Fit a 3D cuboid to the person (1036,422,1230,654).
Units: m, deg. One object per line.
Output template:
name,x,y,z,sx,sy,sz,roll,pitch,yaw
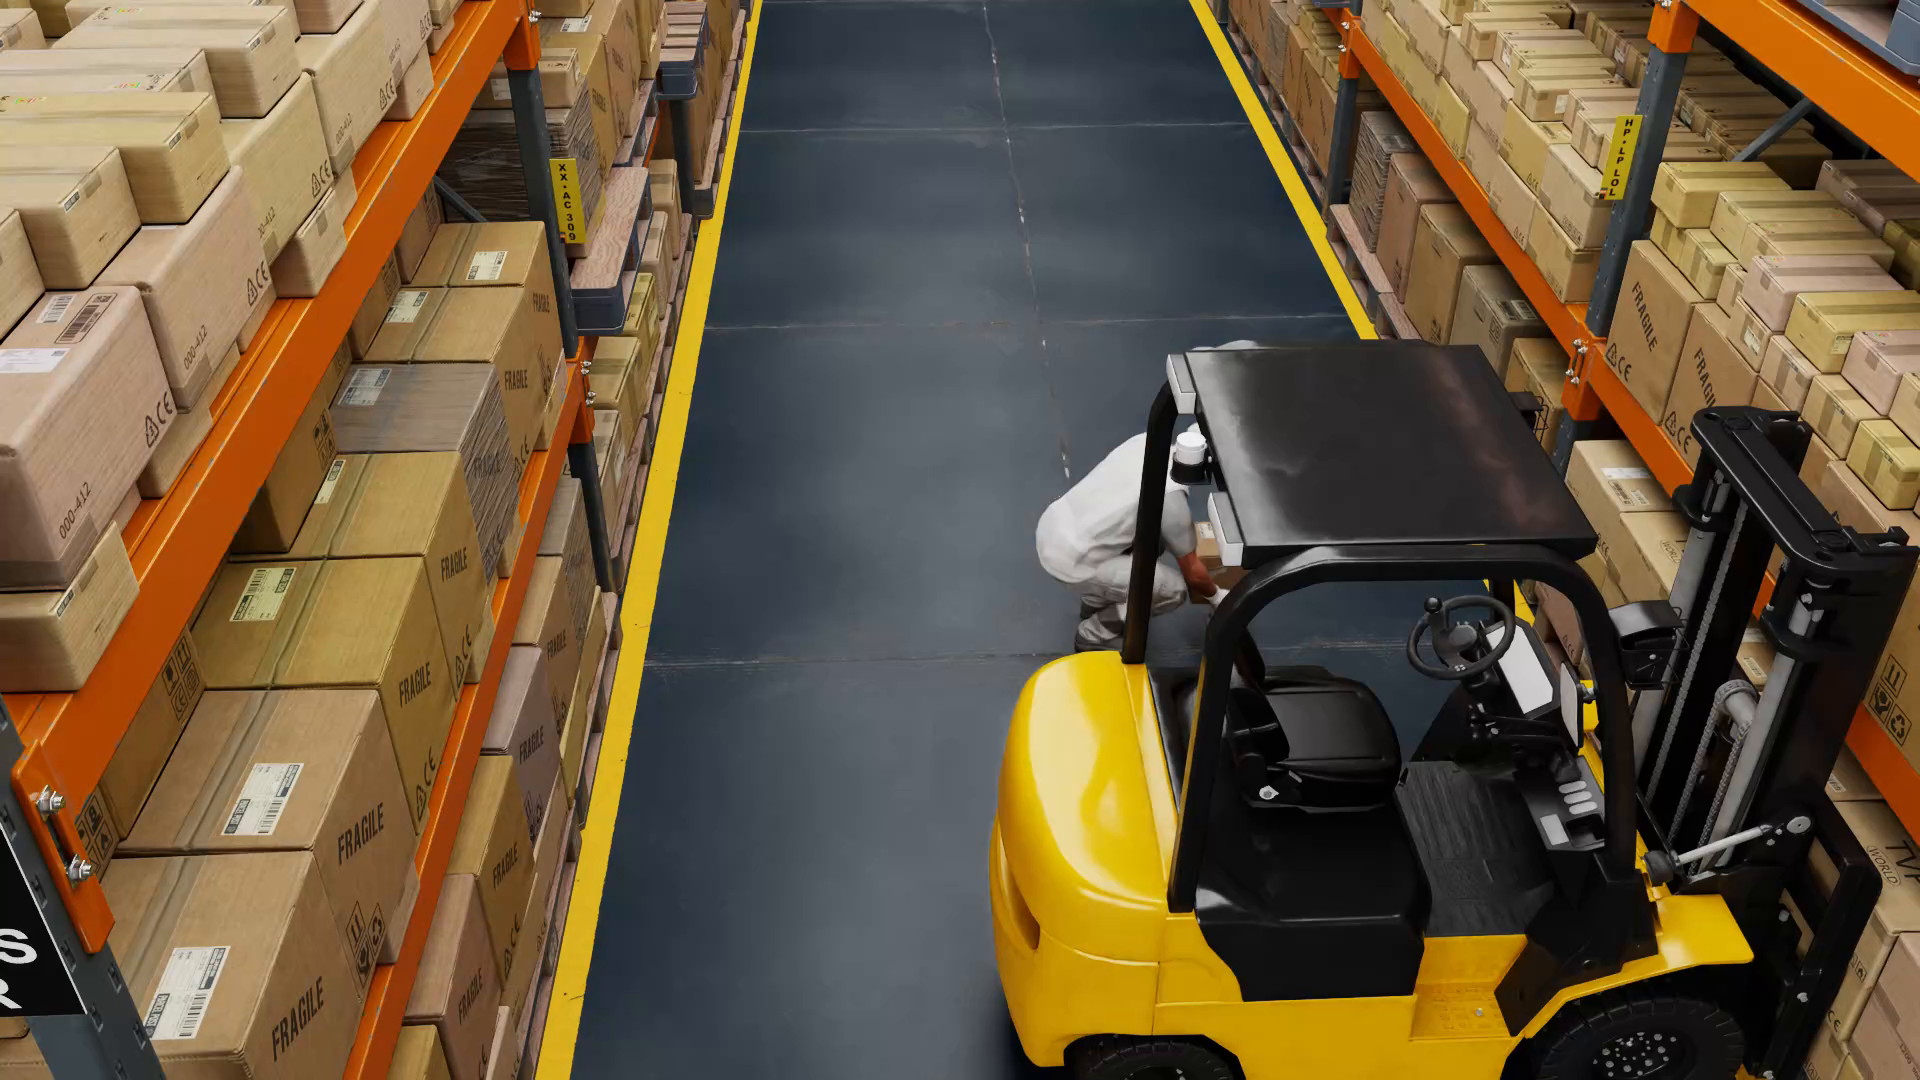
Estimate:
person,0.751,-0.041,6.886,0.875,0.991,0.569,-1,35,-2
